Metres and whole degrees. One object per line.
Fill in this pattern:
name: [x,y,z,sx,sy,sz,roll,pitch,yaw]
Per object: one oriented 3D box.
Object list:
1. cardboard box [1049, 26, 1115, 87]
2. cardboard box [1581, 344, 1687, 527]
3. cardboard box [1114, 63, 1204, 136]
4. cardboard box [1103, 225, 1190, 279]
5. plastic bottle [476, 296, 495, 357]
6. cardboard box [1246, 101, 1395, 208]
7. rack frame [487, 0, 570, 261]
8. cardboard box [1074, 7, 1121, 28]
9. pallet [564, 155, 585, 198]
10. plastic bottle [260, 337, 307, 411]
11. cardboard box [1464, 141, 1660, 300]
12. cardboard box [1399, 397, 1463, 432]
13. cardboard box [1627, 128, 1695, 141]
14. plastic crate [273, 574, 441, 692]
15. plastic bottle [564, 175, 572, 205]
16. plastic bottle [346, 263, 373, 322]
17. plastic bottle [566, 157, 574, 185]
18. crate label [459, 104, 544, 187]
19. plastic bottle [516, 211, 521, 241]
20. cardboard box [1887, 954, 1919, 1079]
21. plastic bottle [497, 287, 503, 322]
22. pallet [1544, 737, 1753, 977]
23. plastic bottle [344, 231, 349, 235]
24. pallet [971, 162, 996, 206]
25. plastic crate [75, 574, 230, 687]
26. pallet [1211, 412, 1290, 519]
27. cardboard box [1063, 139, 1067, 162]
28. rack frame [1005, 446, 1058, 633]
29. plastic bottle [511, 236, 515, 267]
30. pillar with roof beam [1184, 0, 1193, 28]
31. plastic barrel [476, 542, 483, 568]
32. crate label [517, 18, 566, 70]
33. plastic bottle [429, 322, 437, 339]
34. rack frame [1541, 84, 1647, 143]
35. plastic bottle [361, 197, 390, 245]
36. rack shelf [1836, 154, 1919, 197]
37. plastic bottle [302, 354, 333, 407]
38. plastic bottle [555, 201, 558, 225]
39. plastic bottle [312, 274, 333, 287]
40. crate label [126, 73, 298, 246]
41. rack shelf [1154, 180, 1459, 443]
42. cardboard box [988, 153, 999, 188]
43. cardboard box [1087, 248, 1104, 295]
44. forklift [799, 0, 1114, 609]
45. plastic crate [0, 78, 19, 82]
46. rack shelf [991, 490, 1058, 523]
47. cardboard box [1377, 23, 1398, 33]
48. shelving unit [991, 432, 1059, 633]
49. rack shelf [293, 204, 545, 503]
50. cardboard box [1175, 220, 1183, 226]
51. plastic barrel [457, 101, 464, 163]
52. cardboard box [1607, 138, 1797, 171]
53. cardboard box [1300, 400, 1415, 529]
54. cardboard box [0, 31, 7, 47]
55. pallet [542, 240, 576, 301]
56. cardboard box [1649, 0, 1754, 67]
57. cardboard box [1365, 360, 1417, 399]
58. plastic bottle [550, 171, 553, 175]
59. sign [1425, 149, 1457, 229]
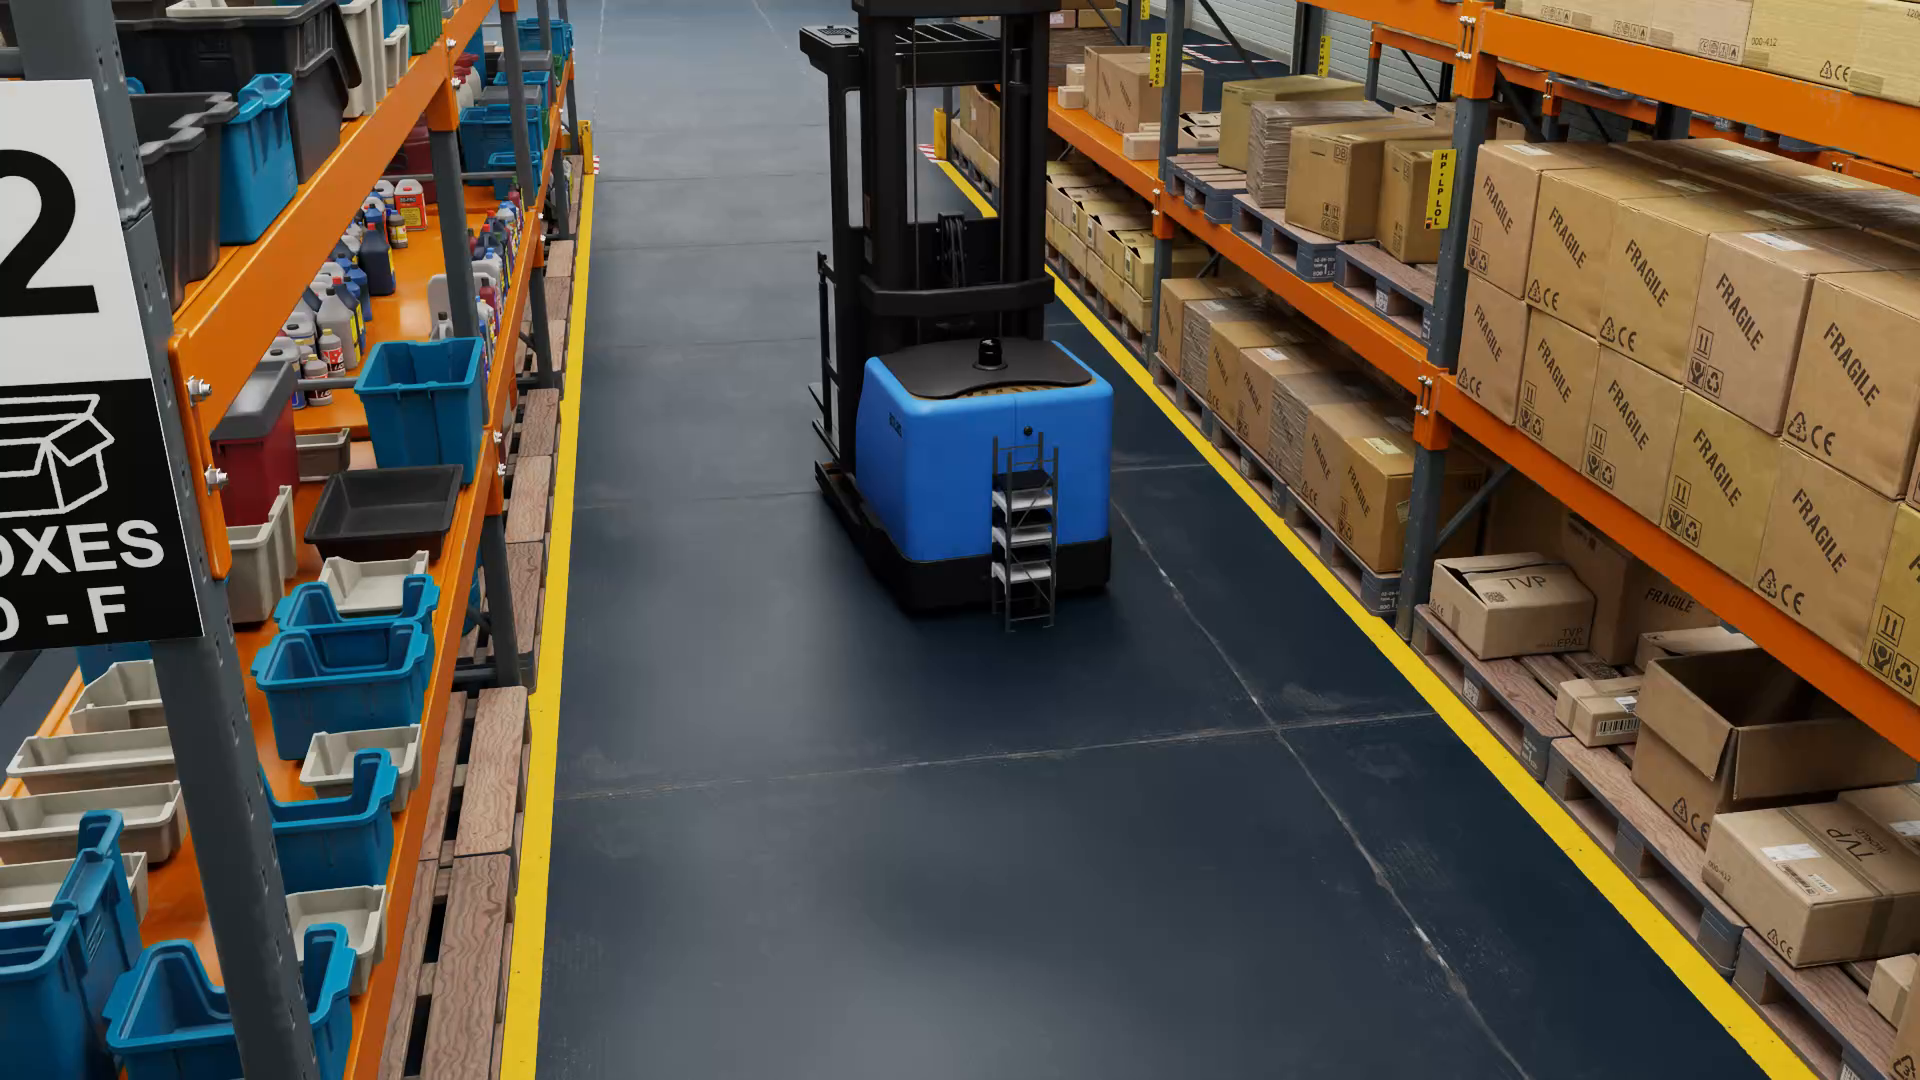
cardboard box: [0.964,-4.327,14.784,0.700,0.500,0.500,-5,24,-11]
cardboard box: [2.546,-0.387,5.764,0.500,0.500,0.500,-4,24,-10]
cardboard box: [1.465,-3.238,12.291,0.500,0.500,0.500,-6,24,-13]
cardboard box: [1.350,-2.114,12.054,0.500,0.311,0.500,-5,24,-11]
plastic bottle: [-2.111,-0.938,7.310,0.097,0.271,0.097,0,24,0]
cardboard box: [2.000,-2.158,9.295,0.700,0.500,0.500,0,24,0]
rack frame: [-3.817,-3.742,13.569,1.000,3.000,0.127,-4,24,-10]
cardboard box: [1.192,-4.570,14.530,0.380,0.149,0.250,-4,24,-10]
pallet: [-4.351,-3.691,16.937,1.003,0.211,1.213,-4,24,-10]
plastic bottle: [-2.728,-0.669,6.689,0.152,0.276,0.135,-4,24,-10]
cardboard box: [2.342,-1.258,6.508,0.500,0.500,0.500,-4,24,-8]
cardboard box: [2.572,-0.433,8.568,0.500,0.500,0.500,-4,24,-9]
cardboard box: [6.157,-3.413,14.454,0.500,0.250,0.500,-5,24,-11]
plastic crate: [-1.619,0.270,4.518,0.416,0.233,0.300,-4,24,-10]
plastic bottle: [-3.583,-3.189,15.148,0.061,0.283,0.133,-3,24,-7]
plastic bottle: [-2.838,-1.170,7.841,0.097,0.271,0.097,0,24,0]
plastic bottle: [-3.747,-3.537,15.945,0.061,0.283,0.133,-4,24,-8]
crate label: [-2.995,-2.595,10.900,0.502,0.435,0.616,-4,24,-10]
plastic bottle: [-2.519,-1.774,9.312,0.097,0.201,0.097,0,24,0]
cardboard box: [2.928,1.362,4.458,0.500,0.500,0.500,-4,24,-10]
plastic bottle: [-2.214,-1.126,7.828,0.097,0.201,0.097,0,24,0]
pallet: [2.886,1.069,6.039,1.003,0.211,1.213,-4,24,-10]
plastic bottle: [-3.146,-1.463,8.497,0.061,0.283,0.133,-4,24,-10]
pallet: [0.717,-3.626,16.788,1.003,0.211,1.213,-4,24,-10]
plastic crate: [-2.230,0.239,4.589,0.416,0.233,0.300,-4,24,-10]
pallet: [2.115,-0.480,9.586,1.003,0.211,1.213,-4,24,-10]
cardboard box: [1.174,-3.784,15.641,0.500,0.500,0.500,-4,24,-10]
rack frame: [0.326,0.007,7.610,0.240,0.900,0.006,-7,25,-16]
plastic bottle: [-2.411,-1.544,8.786,0.097,0.201,0.097,0,24,0]
pillar with roof beam: [-0.290,-12.987,27.244,9.100,9.000,0.400,-4,24,-10]
plastic barrel: [-2.552,-0.319,7.831,0.600,0.901,0.708,-4,24,-10]
crate label: [-3.950,-4.627,15.553,0.502,0.435,0.616,-4,24,-10]
plastic bottle: [-2.235,-0.841,7.177,0.097,0.201,0.097,0,24,0]
rack frame: [5.919,-4.475,15.248,1.000,3.000,0.127,-4,24,-10]
plastic bottle: [-3.229,-1.735,9.130,0.152,0.276,0.135,-4,24,-10]
rack shelf: [7.029,-1.785,9.988,1.077,0.370,4.000,-4,24,-10]
plastic bottle: [-2.609,-0.651,6.742,0.097,0.201,0.097,0,24,0]
plastic bottle: [-3.445,-2.851,14.388,0.097,0.271,0.097,0,24,0]
plastic bottle: [-2.914,-1.064,7.594,0.152,0.276,0.135,-4,24,-10]
crate label: [-1.451,-0.715,3.077,0.408,0.251,0.502,-4,24,-10]
rack shelf: [2.161,-1.417,9.145,1.077,0.370,4.000,-4,24,-10]
cardboard box: [0.562,-3.598,16.152,0.500,0.250,0.500,-4,24,-10]
cardboard box: [1.266,-2.055,12.619,0.500,0.250,0.500,-4,24,-9]
forklift: [-0.183,-1.583,8.713,1.130,2.935,3.031,-7,25,-16]
plastic crate: [-2.224,-1.070,4.033,0.437,0.136,0.530,-4,24,-10]
rack shelf: [0.297,-0.166,7.640,0.258,0.077,0.200,-7,25,-16]
cardboard box: [4.958,-5.773,18.383,0.500,0.250,0.500,-5,24,-11]
shelving unit: [0.297,-0.032,7.699,0.258,0.900,0.210,-7,25,-16]
rack shelf: [-2.707,-1.052,8.309,1.077,0.370,4.000,-4,24,-10]
cardboard box: [1.786,-2.357,12.610,0.500,0.311,0.500,-5,24,-11]
plastic barrel: [-3.555,-2.774,11.214,0.421,0.512,0.421,0,24,0]
cardboard box: [2.879,-1.284,6.569,0.500,0.500,0.500,-4,24,-9]
cardboard box: [2.075,-0.384,8.455,0.500,0.500,0.500,-4,24,-10]
cardboard box: [-9.089,-4.524,14.865,0.875,0.500,0.500,-4,24,-10]
pallet: [-3.633,-2.158,13.427,1.003,0.211,1.213,-4,24,-10]
cardboard box: [2.557,-1.663,5.249,0.500,0.250,0.500,-4,24,-10]
cardboard box: [2.496,-0.961,8.840,0.500,0.250,0.500,-4,24,-10]
plastic bottle: [-3.860,-3.372,15.669,0.097,0.201,0.097,0,24,0]
sign: [1.986,-1.448,6.871,0.100,0.325,0.005,-4,24,-10]
